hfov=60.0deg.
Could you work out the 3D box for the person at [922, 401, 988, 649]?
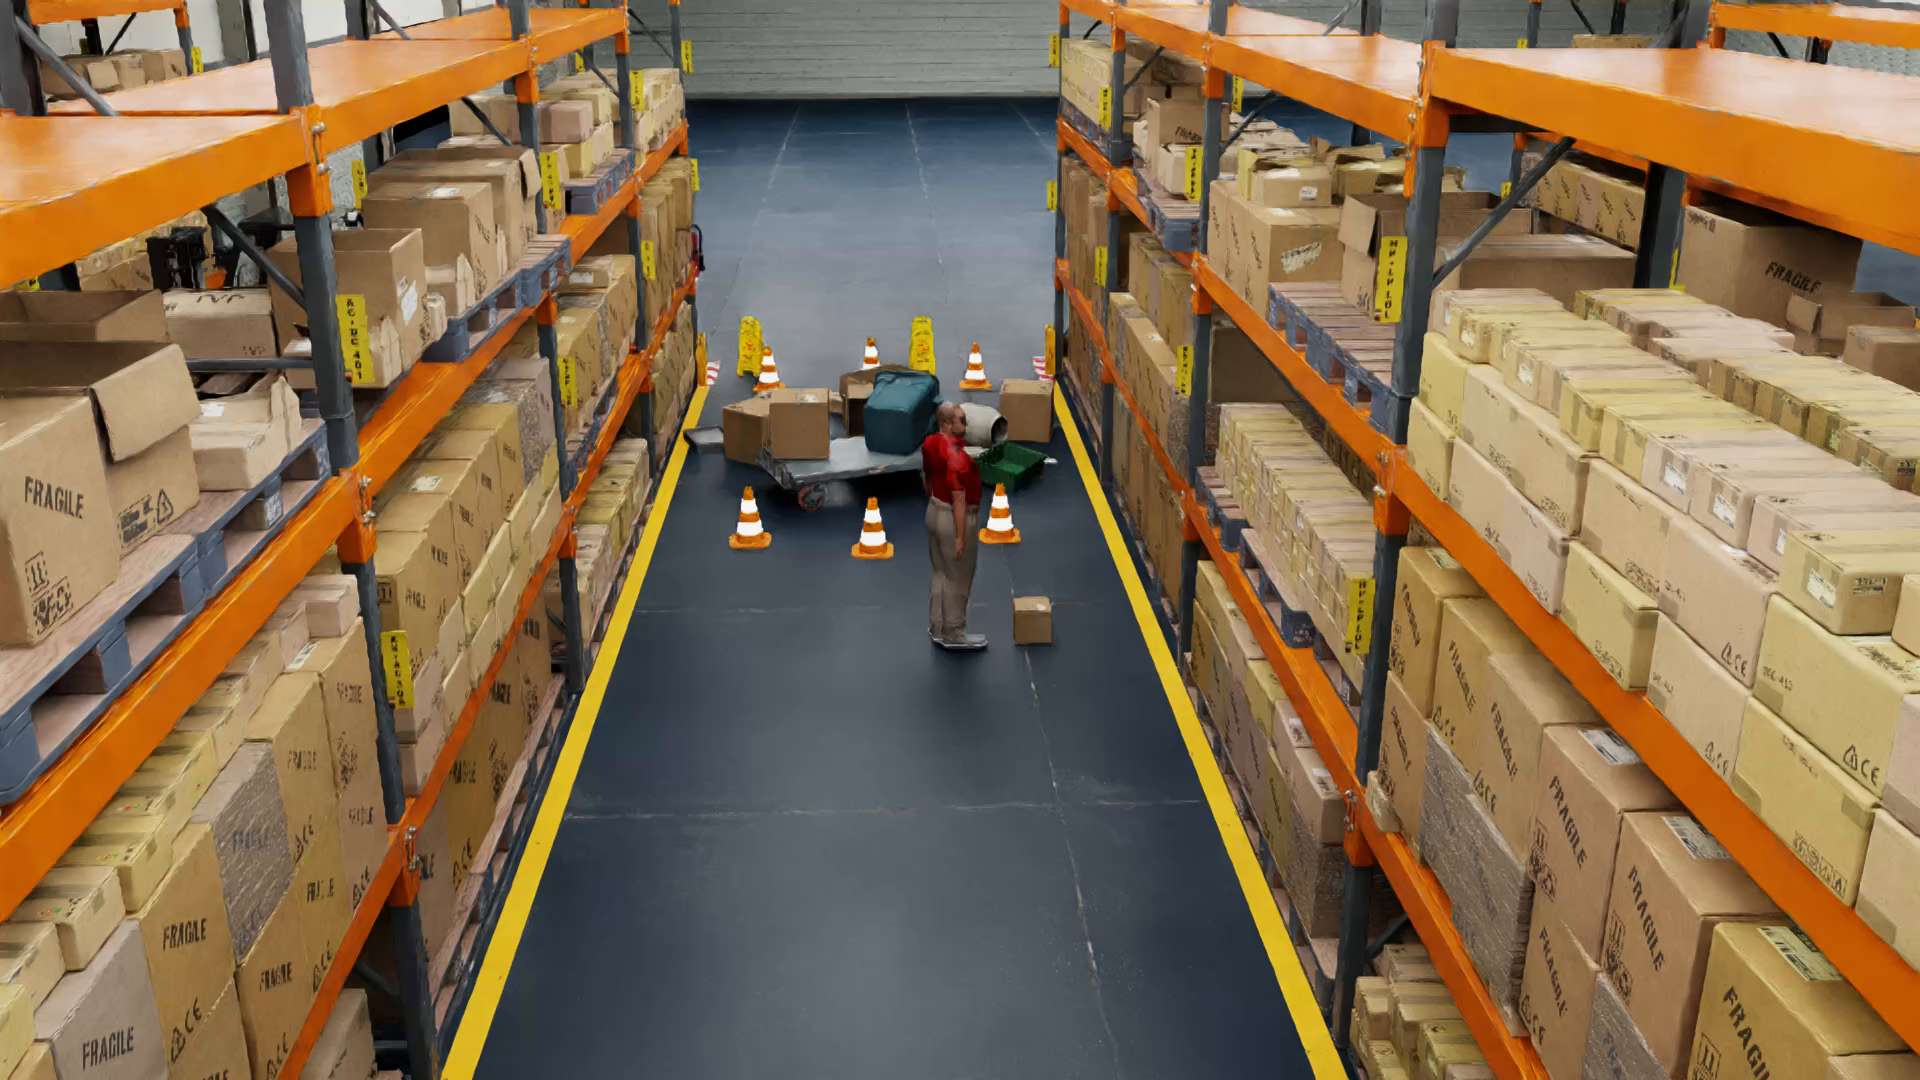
[{"bbox_3d":[-0.059,-0.126,11.398,0.360,1.730,0.696,-11,23,-27],"label":"person"}]
